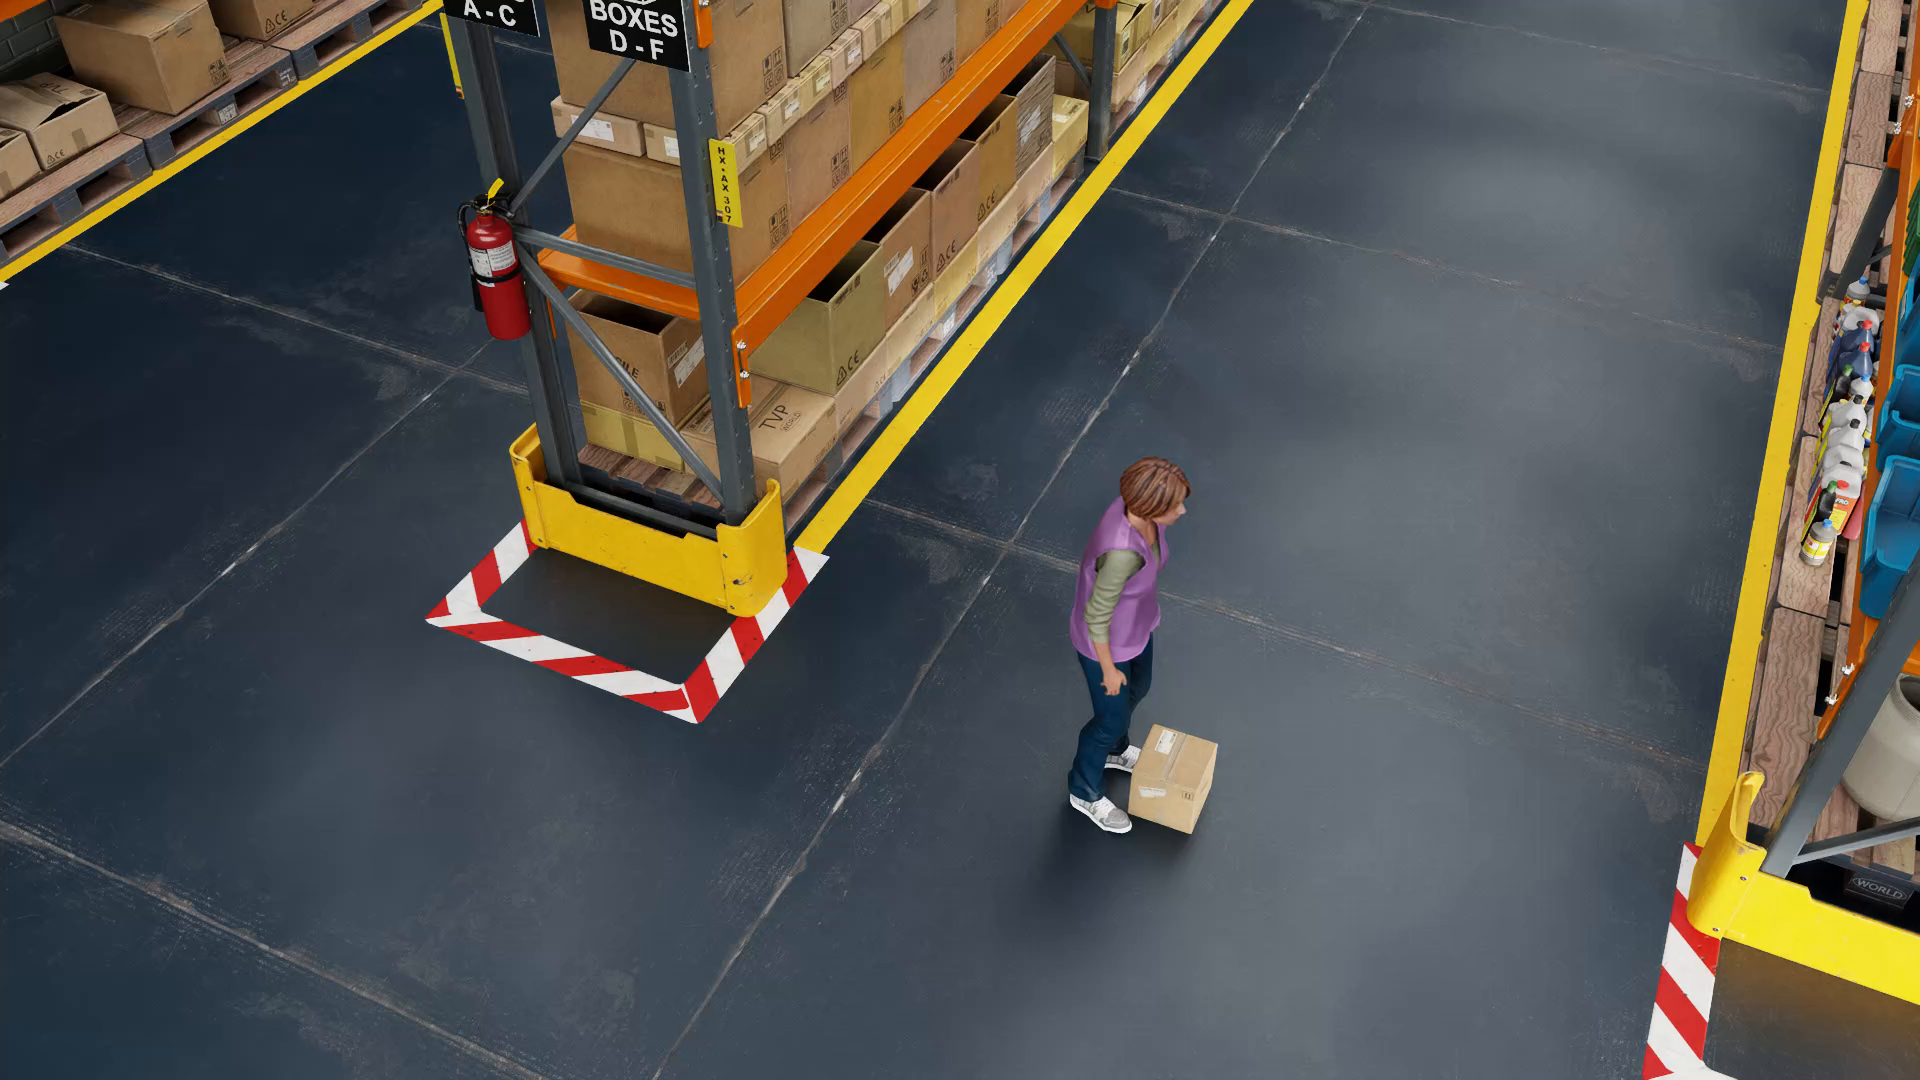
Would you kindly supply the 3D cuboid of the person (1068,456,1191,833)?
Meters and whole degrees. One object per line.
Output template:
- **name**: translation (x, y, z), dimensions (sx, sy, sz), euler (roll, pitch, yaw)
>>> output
- **person**: translation (0.566, 0.333, 5.807), dimensions (0.343, 1.593, 0.462), euler (18, 45, 18)
